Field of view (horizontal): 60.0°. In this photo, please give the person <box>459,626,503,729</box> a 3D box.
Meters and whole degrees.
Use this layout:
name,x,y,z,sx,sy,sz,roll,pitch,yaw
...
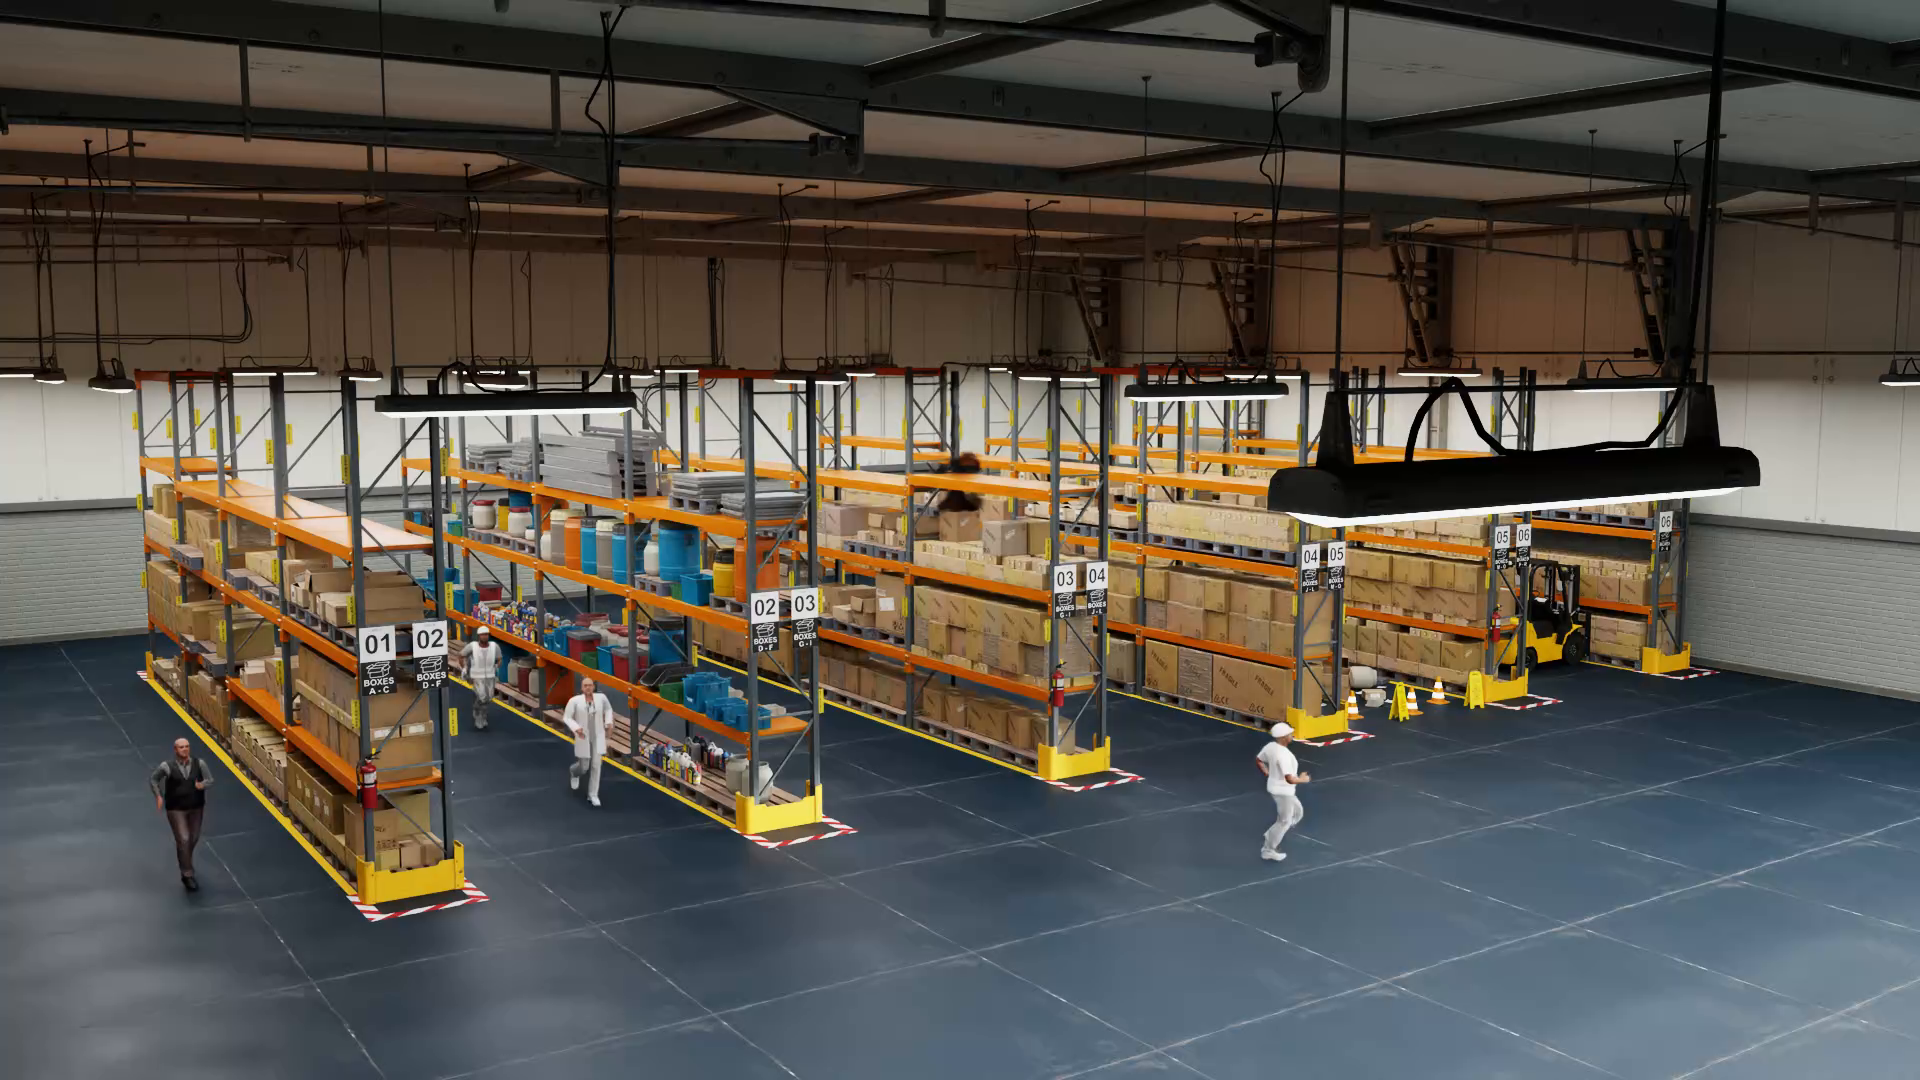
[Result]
name,x,y,z,sx,sy,sz,roll,pitch,yaw
person,-7.980,2.307,27.848,0.666,1.745,0.759,-5,8,-35

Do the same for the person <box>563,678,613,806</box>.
name,x,y,z,sx,sy,sz,roll,pitch,yaw
person,-5.257,2.814,23.575,0.718,1.770,0.869,-3,7,-25

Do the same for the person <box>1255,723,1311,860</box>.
name,x,y,z,sx,sy,sz,roll,pitch,yaw
person,4.056,3.124,20.742,0.623,1.725,0.685,-1,6,-5

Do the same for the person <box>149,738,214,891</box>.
name,x,y,z,sx,sy,sz,roll,pitch,yaw
person,-9.226,3.218,19.806,0.645,1.734,0.904,-6,9,-43
